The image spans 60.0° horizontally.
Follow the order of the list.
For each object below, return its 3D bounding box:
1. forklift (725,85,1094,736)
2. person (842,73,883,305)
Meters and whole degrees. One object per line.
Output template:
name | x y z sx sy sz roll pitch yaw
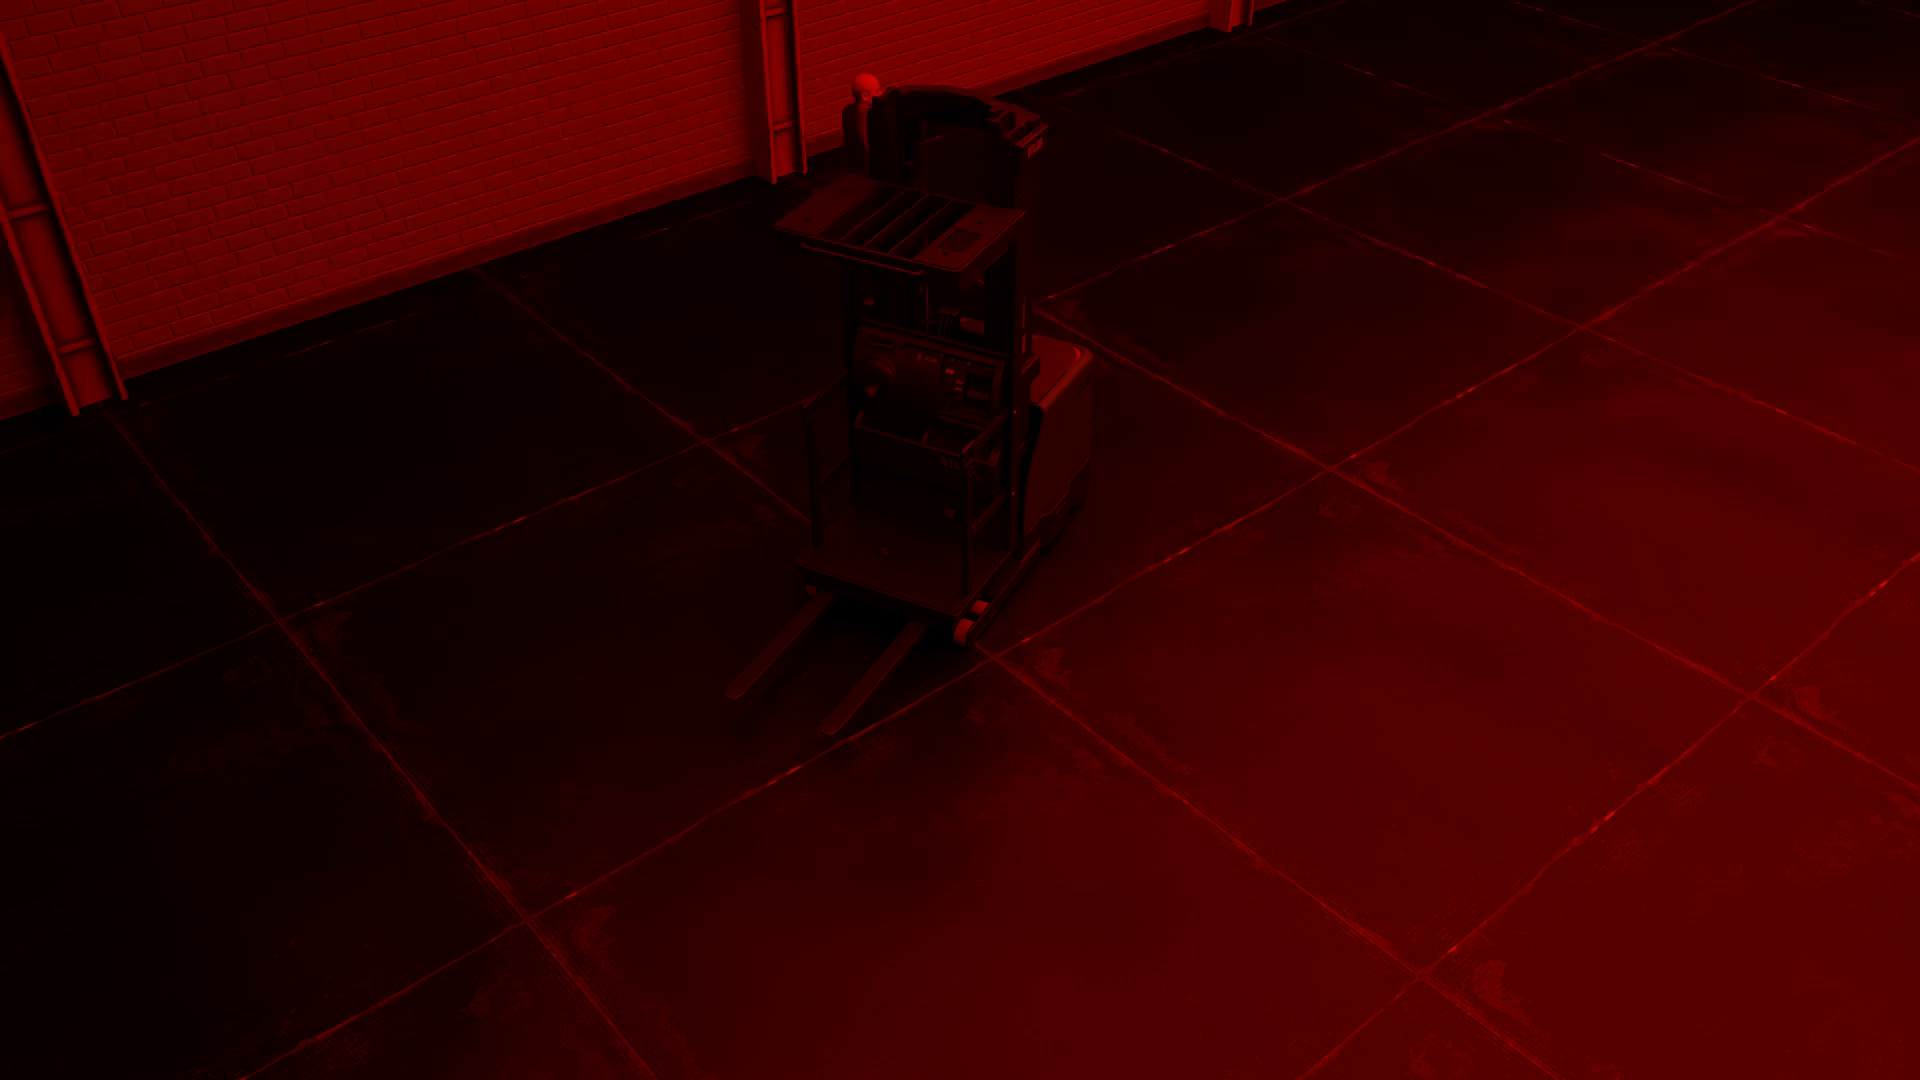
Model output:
forklift | -0.280 -0.861 9.197 1.130 2.935 3.031 17 40 22
person | -0.645 -2.680 12.642 0.400 1.783 0.605 -13 38 -17
